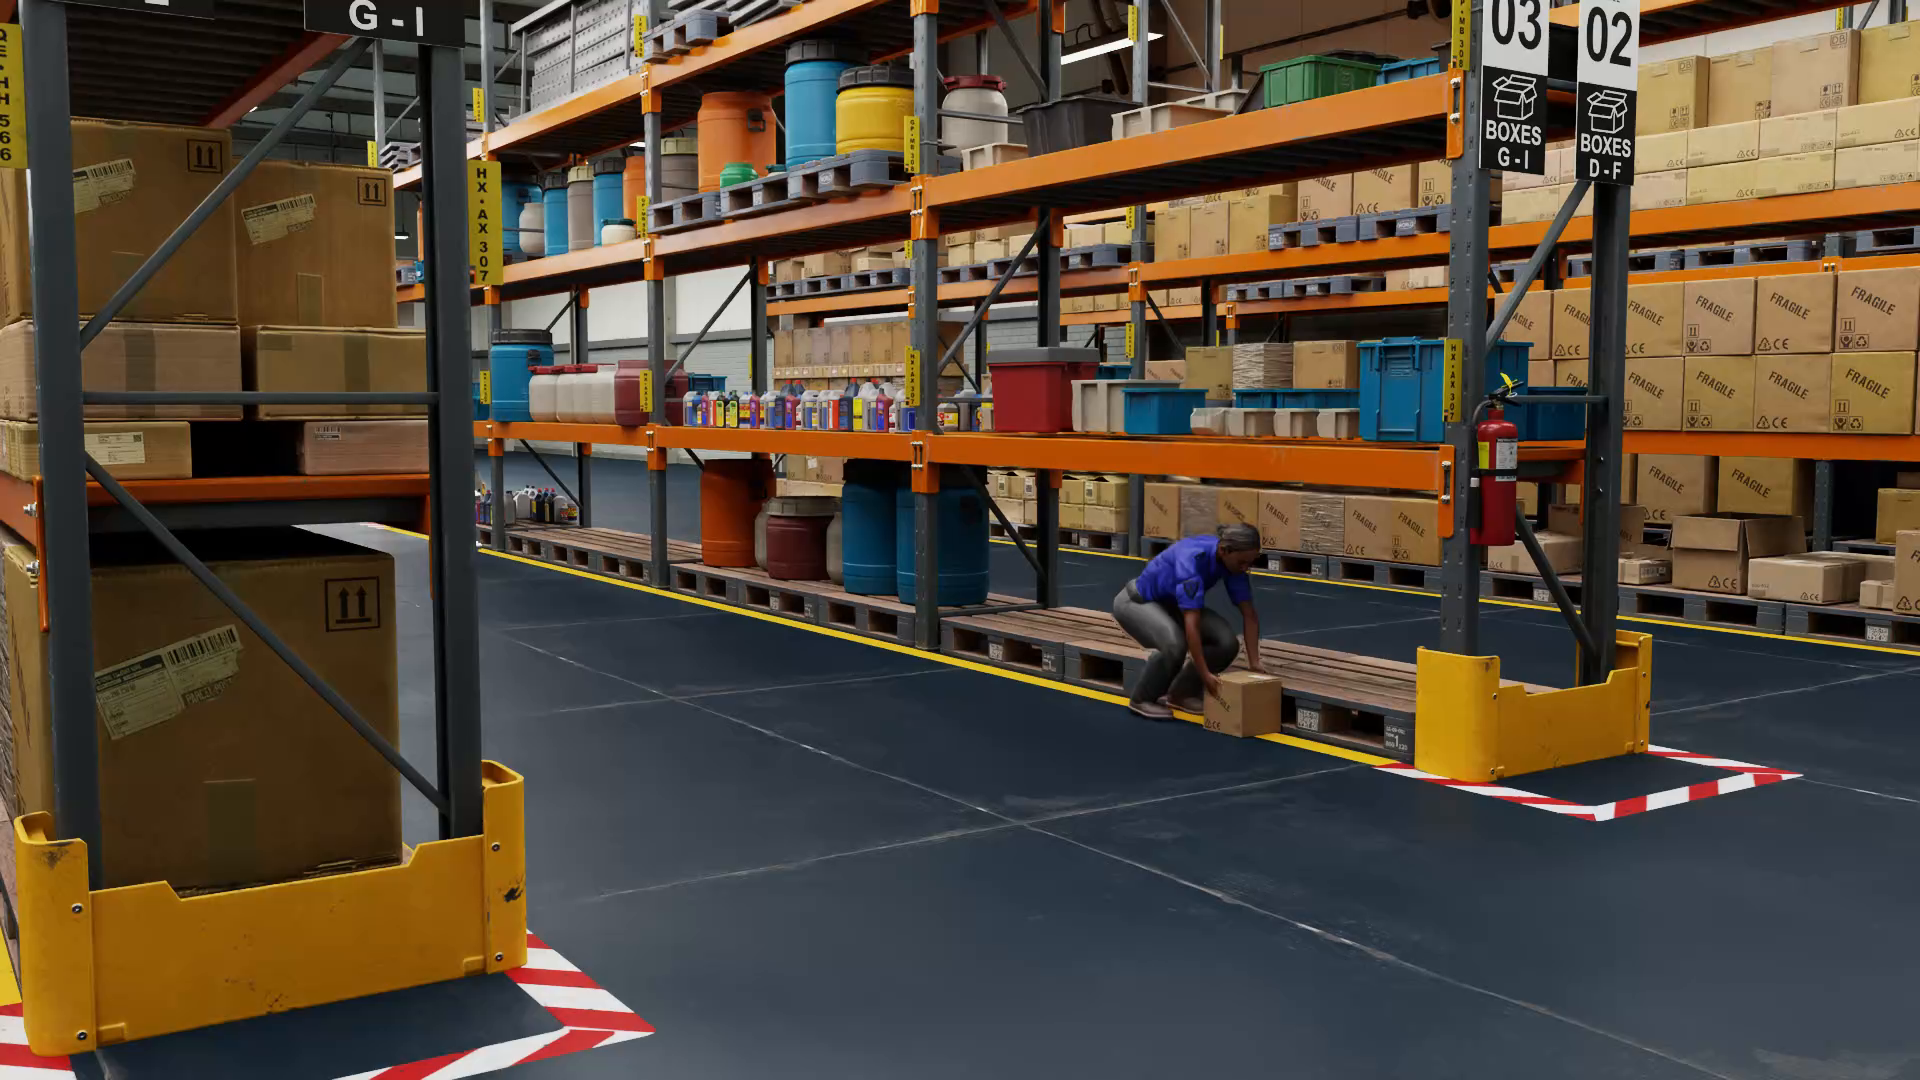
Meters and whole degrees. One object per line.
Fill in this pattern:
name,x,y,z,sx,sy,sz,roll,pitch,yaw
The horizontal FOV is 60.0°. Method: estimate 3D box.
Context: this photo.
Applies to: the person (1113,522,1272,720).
person,1.097,0.375,7.894,0.485,0.954,0.795,-3,6,-34
